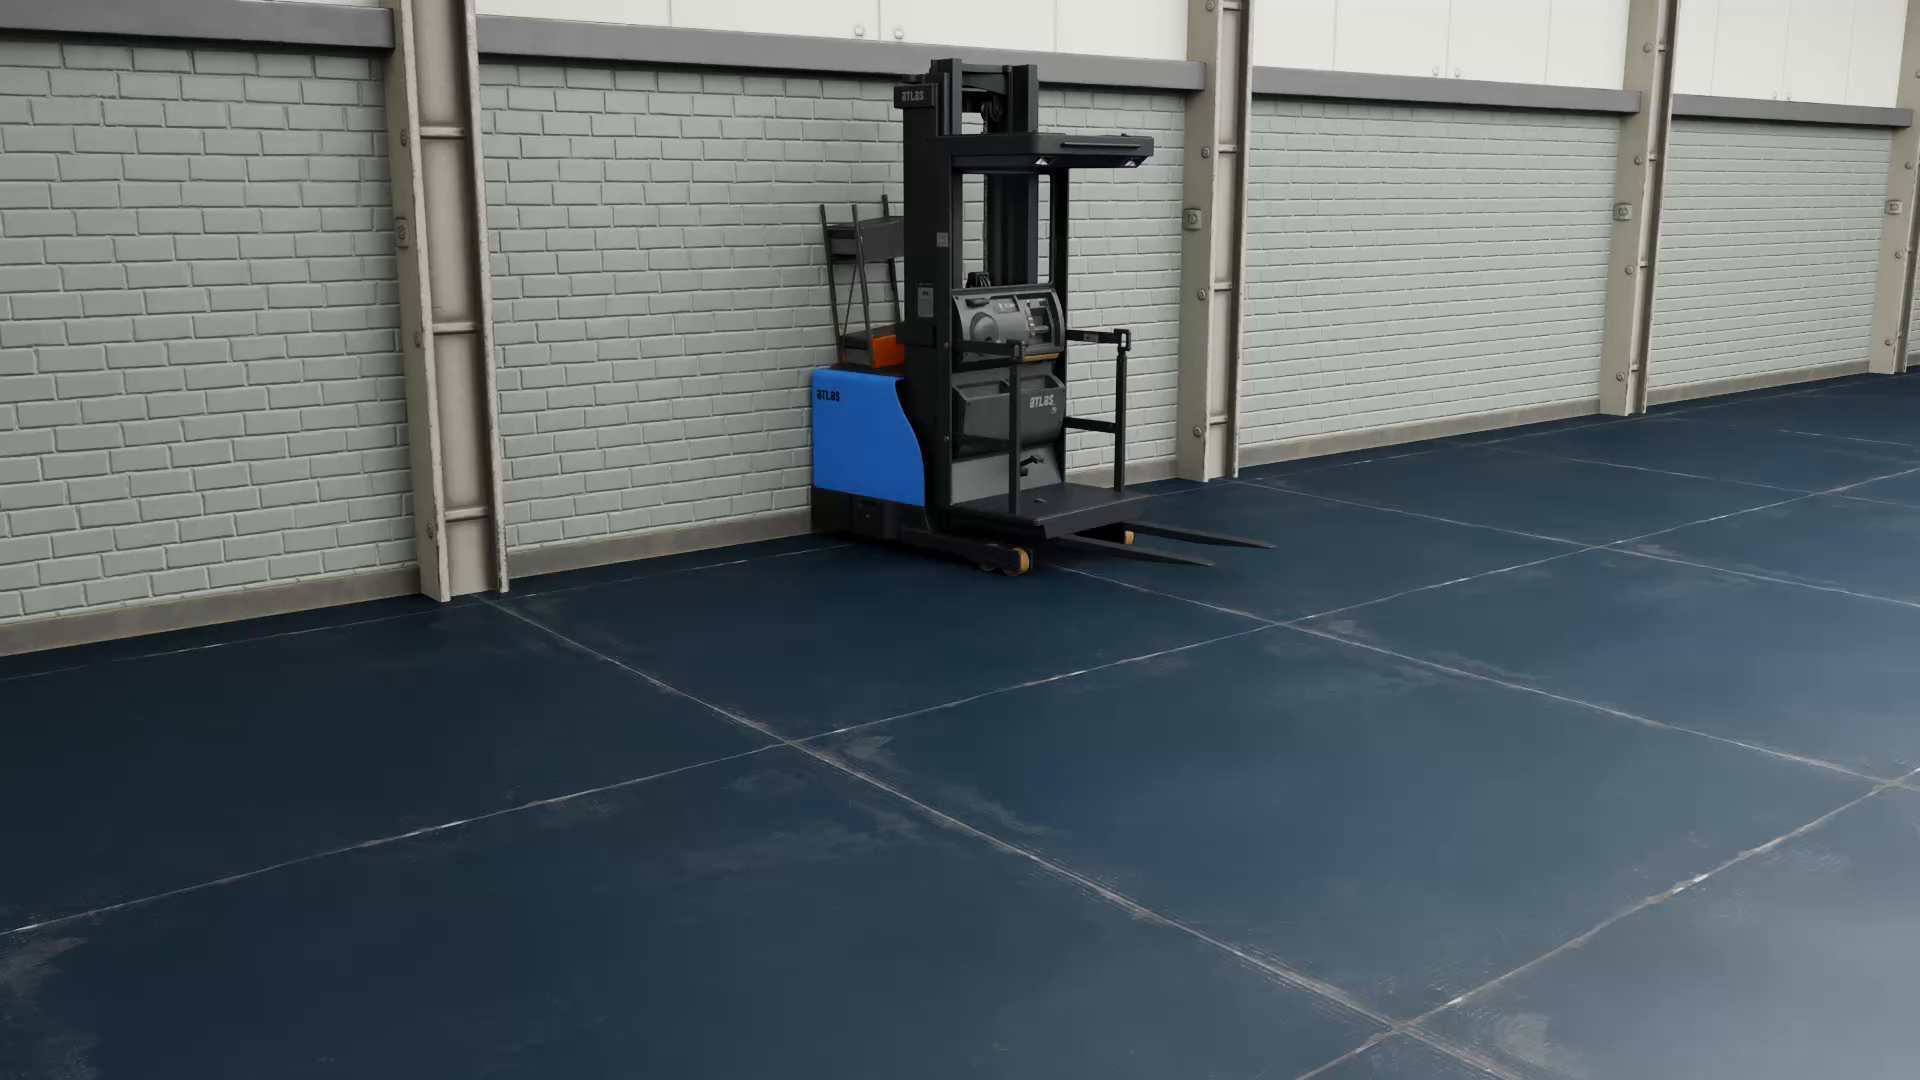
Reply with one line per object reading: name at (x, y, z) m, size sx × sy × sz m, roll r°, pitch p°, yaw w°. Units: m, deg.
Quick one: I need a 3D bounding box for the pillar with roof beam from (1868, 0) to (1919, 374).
pillar with roof beam at (13.979, -5.753, 16.057) m, size 0.400 × 9.000 × 9.100 m, roll -9°, pitch 15°, yaw -38°

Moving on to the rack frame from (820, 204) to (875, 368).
rack frame at (-0.658, -1.085, 10.640) m, size 0.015 × 2.100 × 0.400 m, roll -17°, pitch 19°, yaw -34°

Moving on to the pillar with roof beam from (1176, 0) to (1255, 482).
pillar with roof beam at (4.609, -4.196, 8.724) m, size 0.400 × 9.000 × 9.100 m, roll -9°, pitch 15°, yaw -38°

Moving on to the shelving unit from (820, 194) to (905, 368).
shelving unit at (-0.465, -1.144, 10.777) m, size 0.503 × 2.100 × 0.431 m, roll -17°, pitch 19°, yaw -34°

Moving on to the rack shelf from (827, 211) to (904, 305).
rack shelf at (-0.533, -1.801, 10.590) m, size 0.480 × 0.518 × 0.431 m, roll -17°, pitch 19°, yaw -34°

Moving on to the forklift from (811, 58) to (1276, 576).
forklift at (0.456, -1.346, 9.909) m, size 3.031 × 2.935 × 1.130 m, roll 11°, pitch 16°, yaw 42°

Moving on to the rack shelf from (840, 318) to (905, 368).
rack shelf at (-0.464, -1.131, 10.781) m, size 0.480 × 0.518 × 0.431 m, roll -17°, pitch 19°, yaw -34°

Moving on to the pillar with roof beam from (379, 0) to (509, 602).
pillar with roof beam at (-0.076, -3.417, 5.057) m, size 0.400 × 9.000 × 9.100 m, roll -9°, pitch 15°, yaw -38°

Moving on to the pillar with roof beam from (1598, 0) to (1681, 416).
pillar with roof beam at (9.294, -4.974, 12.390) m, size 0.400 × 9.000 × 9.100 m, roll -9°, pitch 15°, yaw -38°

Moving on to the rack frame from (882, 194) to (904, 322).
rack frame at (-0.273, -1.203, 10.915) m, size 0.015 × 2.100 × 0.400 m, roll -17°, pitch 19°, yaw -34°
